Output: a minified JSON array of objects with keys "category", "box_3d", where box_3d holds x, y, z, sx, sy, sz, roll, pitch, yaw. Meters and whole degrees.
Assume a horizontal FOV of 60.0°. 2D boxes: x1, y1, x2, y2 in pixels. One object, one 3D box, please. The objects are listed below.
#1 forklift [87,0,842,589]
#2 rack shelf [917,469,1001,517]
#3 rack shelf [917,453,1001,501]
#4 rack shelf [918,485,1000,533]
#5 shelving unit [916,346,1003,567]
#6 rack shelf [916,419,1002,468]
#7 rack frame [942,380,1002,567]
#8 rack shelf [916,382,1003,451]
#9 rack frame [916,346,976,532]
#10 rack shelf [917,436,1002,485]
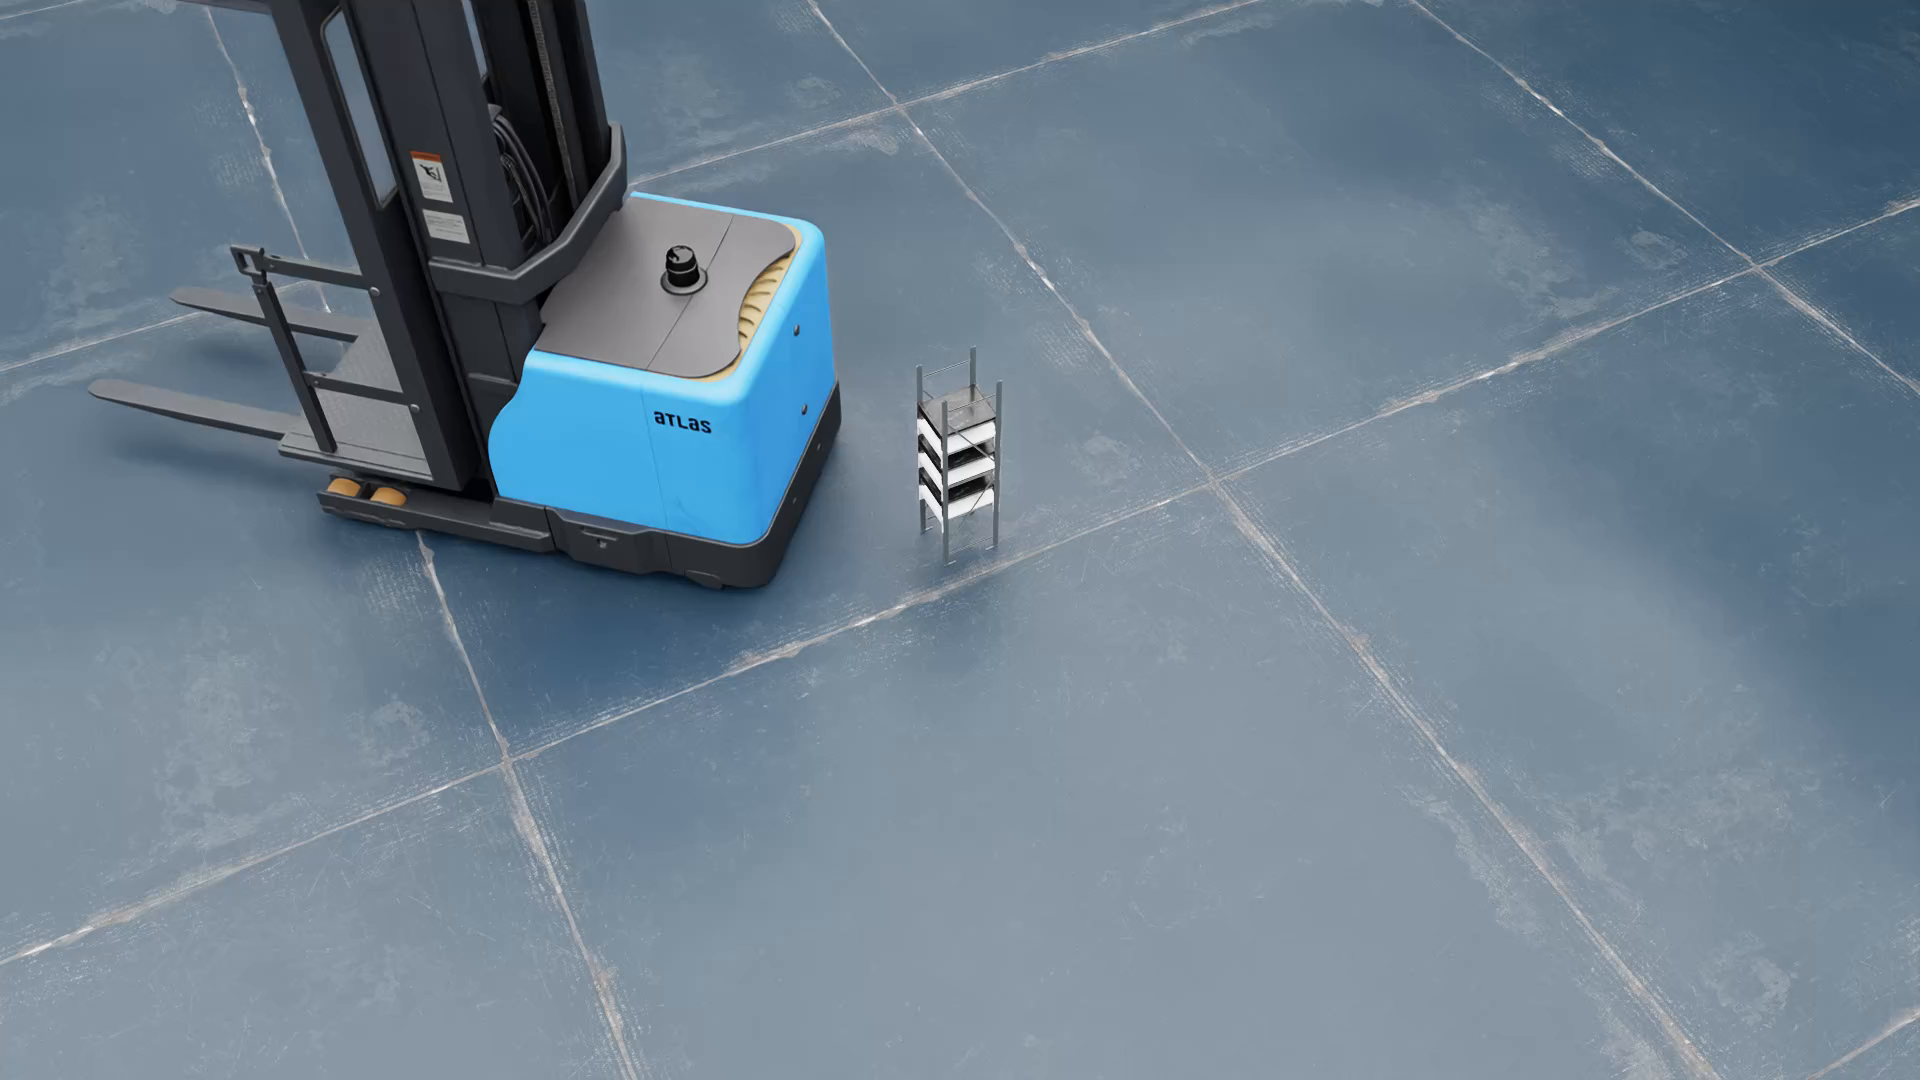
[{"category":"forklift","box_3d":[-2.072,-1.389,5.910,3.031,2.935,1.130,11,50,10]},{"category":"rack shelf","box_3d":[-0.004,-0.221,6.401,0.258,0.077,0.200,-21,52,-18]},{"category":"rack shelf","box_3d":[-0.004,-0.280,6.334,0.258,0.077,0.200,-21,52,-18]},{"category":"rack shelf","box_3d":[-0.004,-0.161,6.469,0.258,0.077,0.200,-21,52,-18]},{"category":"shelving unit","box_3d":[-0.004,-0.302,6.309,0.258,0.900,0.210,-21,52,-18]},{"category":"rack shelf","box_3d":[-0.004,-0.398,6.198,0.258,0.077,0.200,-21,52,-18]},{"category":"rack frame","box_3d":[0.043,-0.234,6.249,0.240,0.900,0.006,-21,52,-18]},{"category":"rack shelf","box_3d":[-0.004,-0.458,6.131,0.258,0.077,0.200,-21,52,-18]},{"category":"rack frame","box_3d":[-0.050,-0.370,6.368,0.240,0.900,0.006,-21,52,-18]},{"category":"rack shelf","box_3d":[-0.004,-0.339,6.266,0.258,0.077,0.200,-21,52,-18]}]
